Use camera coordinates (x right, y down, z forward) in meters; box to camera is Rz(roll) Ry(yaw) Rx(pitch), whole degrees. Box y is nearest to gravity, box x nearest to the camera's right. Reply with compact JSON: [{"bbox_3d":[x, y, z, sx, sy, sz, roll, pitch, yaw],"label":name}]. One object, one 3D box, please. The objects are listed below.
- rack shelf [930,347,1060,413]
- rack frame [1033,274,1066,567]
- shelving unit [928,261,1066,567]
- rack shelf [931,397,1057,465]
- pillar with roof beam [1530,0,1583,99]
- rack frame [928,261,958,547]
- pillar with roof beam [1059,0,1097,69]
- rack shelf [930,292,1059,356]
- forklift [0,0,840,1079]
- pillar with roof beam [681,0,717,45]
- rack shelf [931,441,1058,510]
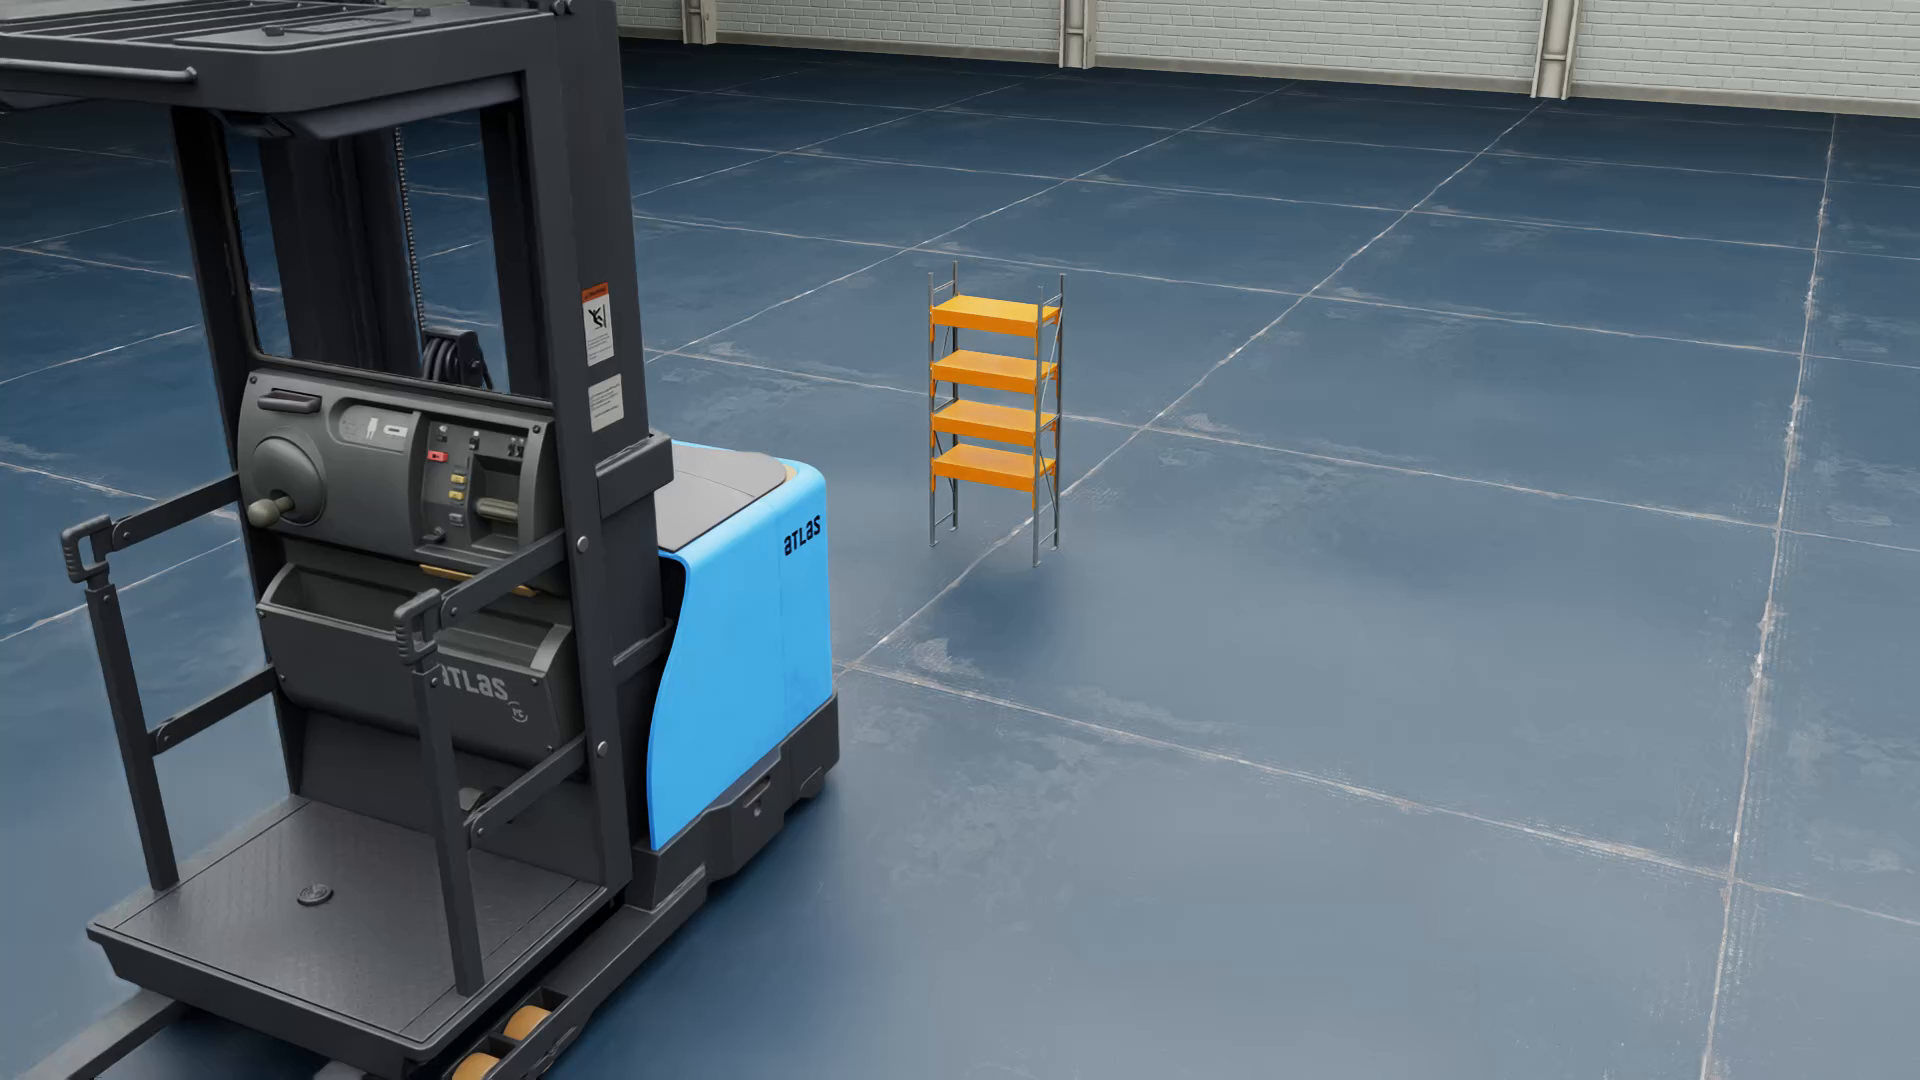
[{"bbox_3d":[0.148,-0.667,6.885,0.480,0.148,0.258,11,25,25],"label":"rack shelf"},{"bbox_3d":[0.365,-0.480,6.845,0.015,1.200,0.240,11,25,25],"label":"rack frame"},{"bbox_3d":[0.148,-0.523,6.946,0.503,1.200,0.258,11,25,25],"label":"shelving unit"},{"bbox_3d":[0.148,-0.461,6.973,0.480,0.148,0.258,11,25,25],"label":"rack shelf"},{"bbox_3d":[4.955,-7.820,14.141,0.400,9.000,9.100,11,25,25],"label":"pillar with roof beam"},{"bbox_3d":[-0.070,-0.566,7.048,0.015,1.200,0.240,11,25,25],"label":"rack frame"},{"bbox_3d":[-0.400,-8.880,16.632,0.400,9.000,9.100,11,25,25],"label":"pillar with roof beam"},{"bbox_3d":[0.148,-0.885,6.793,0.480,0.148,0.258,11,25,25],"label":"rack shelf"},{"bbox_3d":[-1.474,-0.147,3.851,1.130,2.935,3.031,10,25,23],"label":"forklift"},{"bbox_3d":[-5.754,-9.939,19.123,0.400,9.000,9.100,11,25,25],"label":"pillar with roof beam"},{"bbox_3d":[0.148,-0.278,7.050,0.480,0.148,0.258,11,25,25],"label":"rack shelf"}]
